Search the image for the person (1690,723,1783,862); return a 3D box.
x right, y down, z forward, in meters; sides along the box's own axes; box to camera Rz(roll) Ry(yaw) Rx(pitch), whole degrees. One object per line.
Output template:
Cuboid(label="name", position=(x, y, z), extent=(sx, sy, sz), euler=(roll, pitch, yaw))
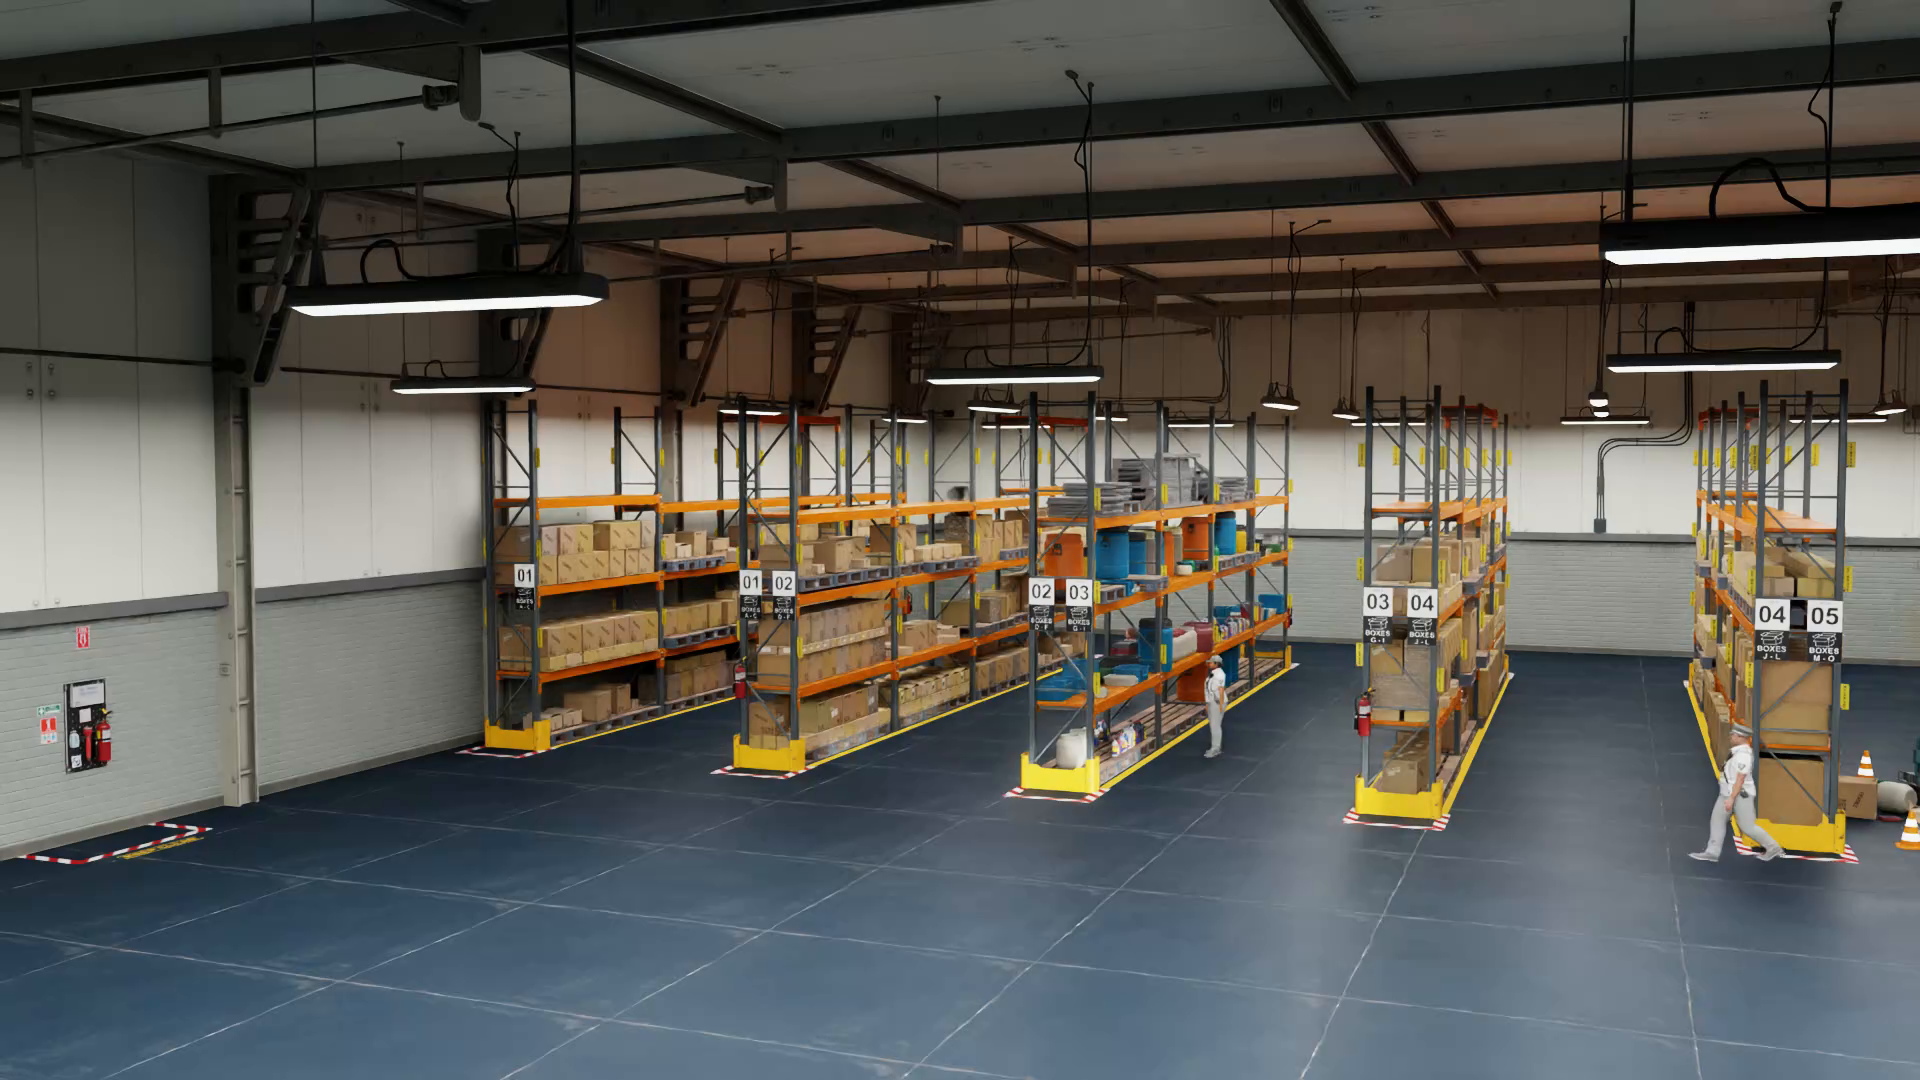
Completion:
Cuboid(label="person", position=(9.580, 3.121, 20.447), extent=(0.999, 1.737, 0.513), euler=(0, 3, -2))

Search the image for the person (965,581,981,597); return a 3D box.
Cuboid(label="person", position=(0.378, 1.905, 44.430), extent=(0.523, 1.774, 0.553), euler=(1, 3, 28))

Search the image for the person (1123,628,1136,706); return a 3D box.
Cuboid(label="person", position=(3.401, 2.557, 33.723), extent=(0.485, 1.548, 0.823), euler=(1, 3, 23))

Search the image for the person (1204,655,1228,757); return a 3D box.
Cuboid(label="person", position=(4.292, 2.788, 28.053), extent=(0.454, 1.677, 0.620), euler=(0, 3, -4))
